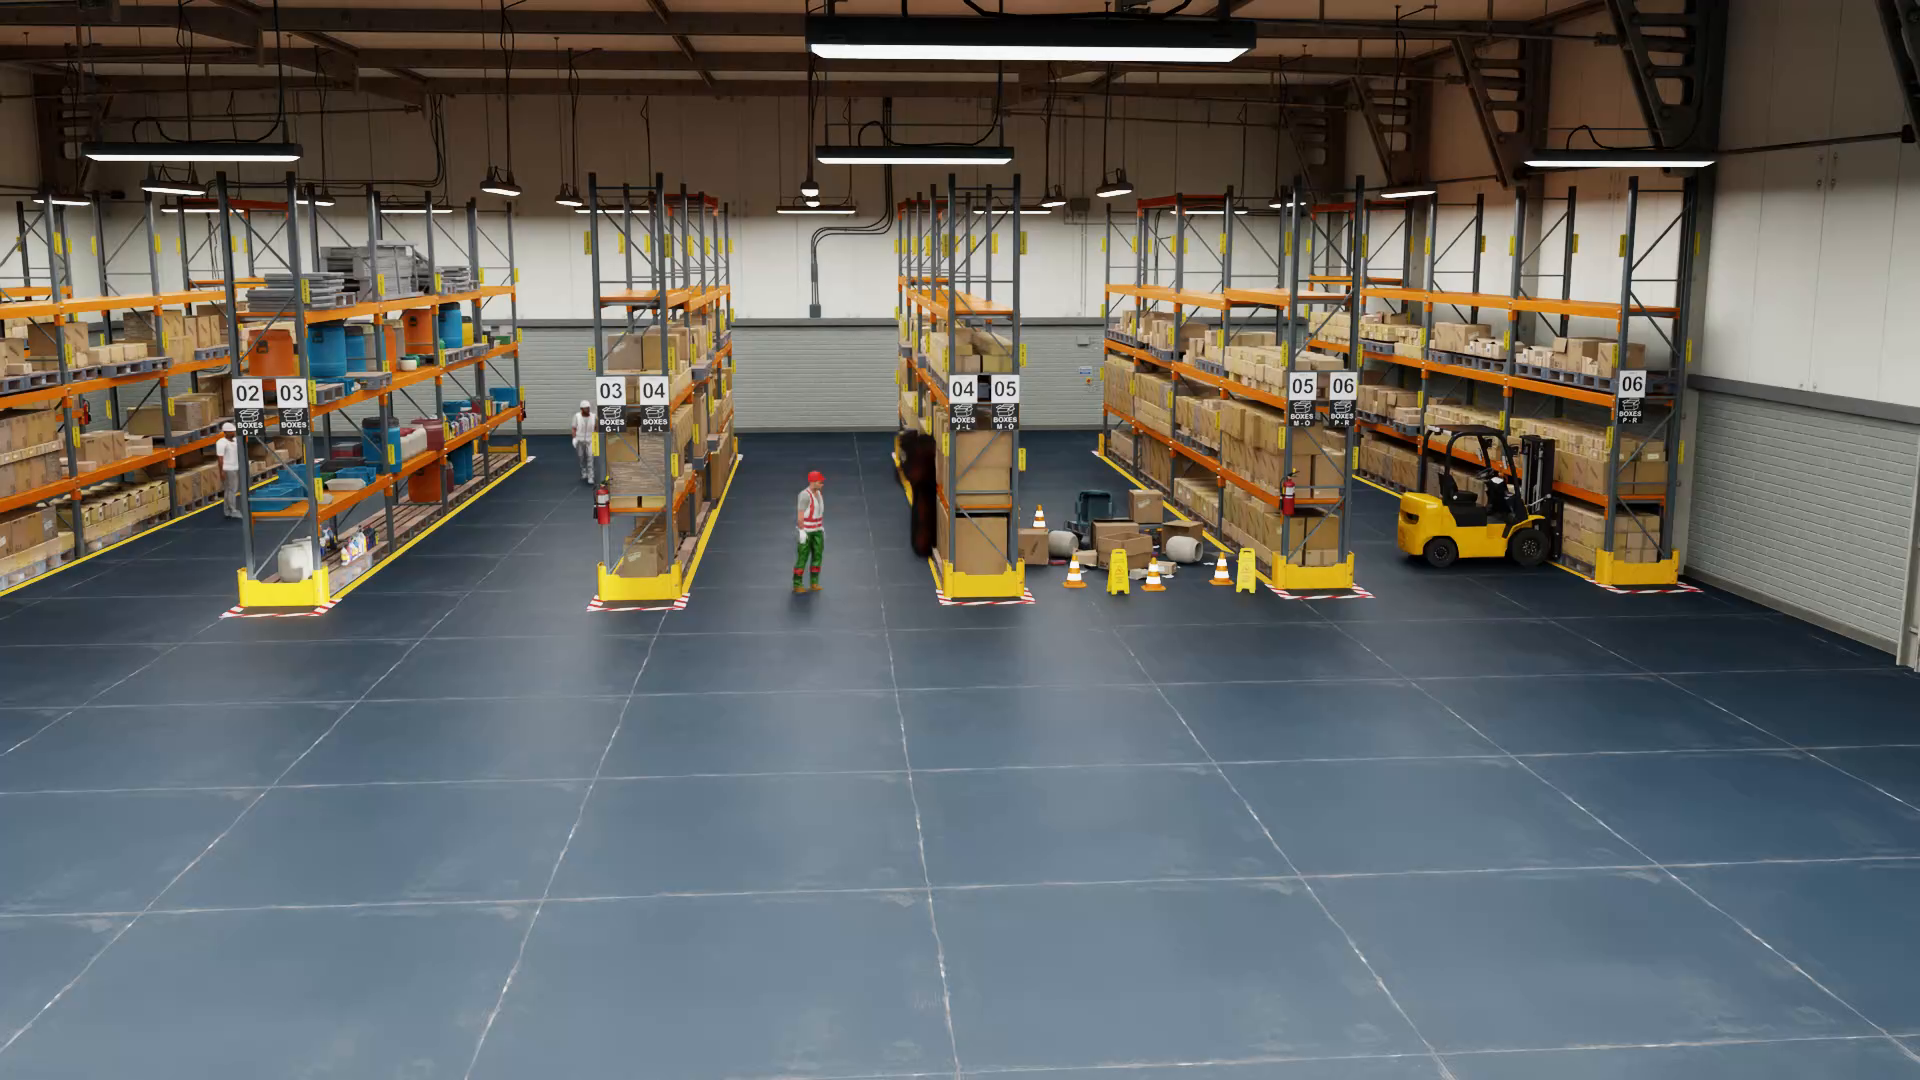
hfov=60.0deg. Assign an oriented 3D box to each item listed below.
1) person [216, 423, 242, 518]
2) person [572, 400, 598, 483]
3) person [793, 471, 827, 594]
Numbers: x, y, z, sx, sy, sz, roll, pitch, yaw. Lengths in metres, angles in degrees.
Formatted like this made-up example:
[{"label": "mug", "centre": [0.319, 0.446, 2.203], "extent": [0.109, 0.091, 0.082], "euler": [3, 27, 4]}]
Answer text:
[{"label": "person", "centre": [-13.590, -1.318, 31.081], "extent": [0.454, 1.771, 0.581], "euler": [-1, 10, -6]}, {"label": "person", "centre": [-8.029, -2.118, 35.584], "extent": [0.536, 1.739, 0.972], "euler": [-1, 10, -7]}, {"label": "person", "centre": [-2.166, -0.123, 24.293], "extent": [0.460, 1.791, 0.619], "euler": [7, 12, 33]}]
